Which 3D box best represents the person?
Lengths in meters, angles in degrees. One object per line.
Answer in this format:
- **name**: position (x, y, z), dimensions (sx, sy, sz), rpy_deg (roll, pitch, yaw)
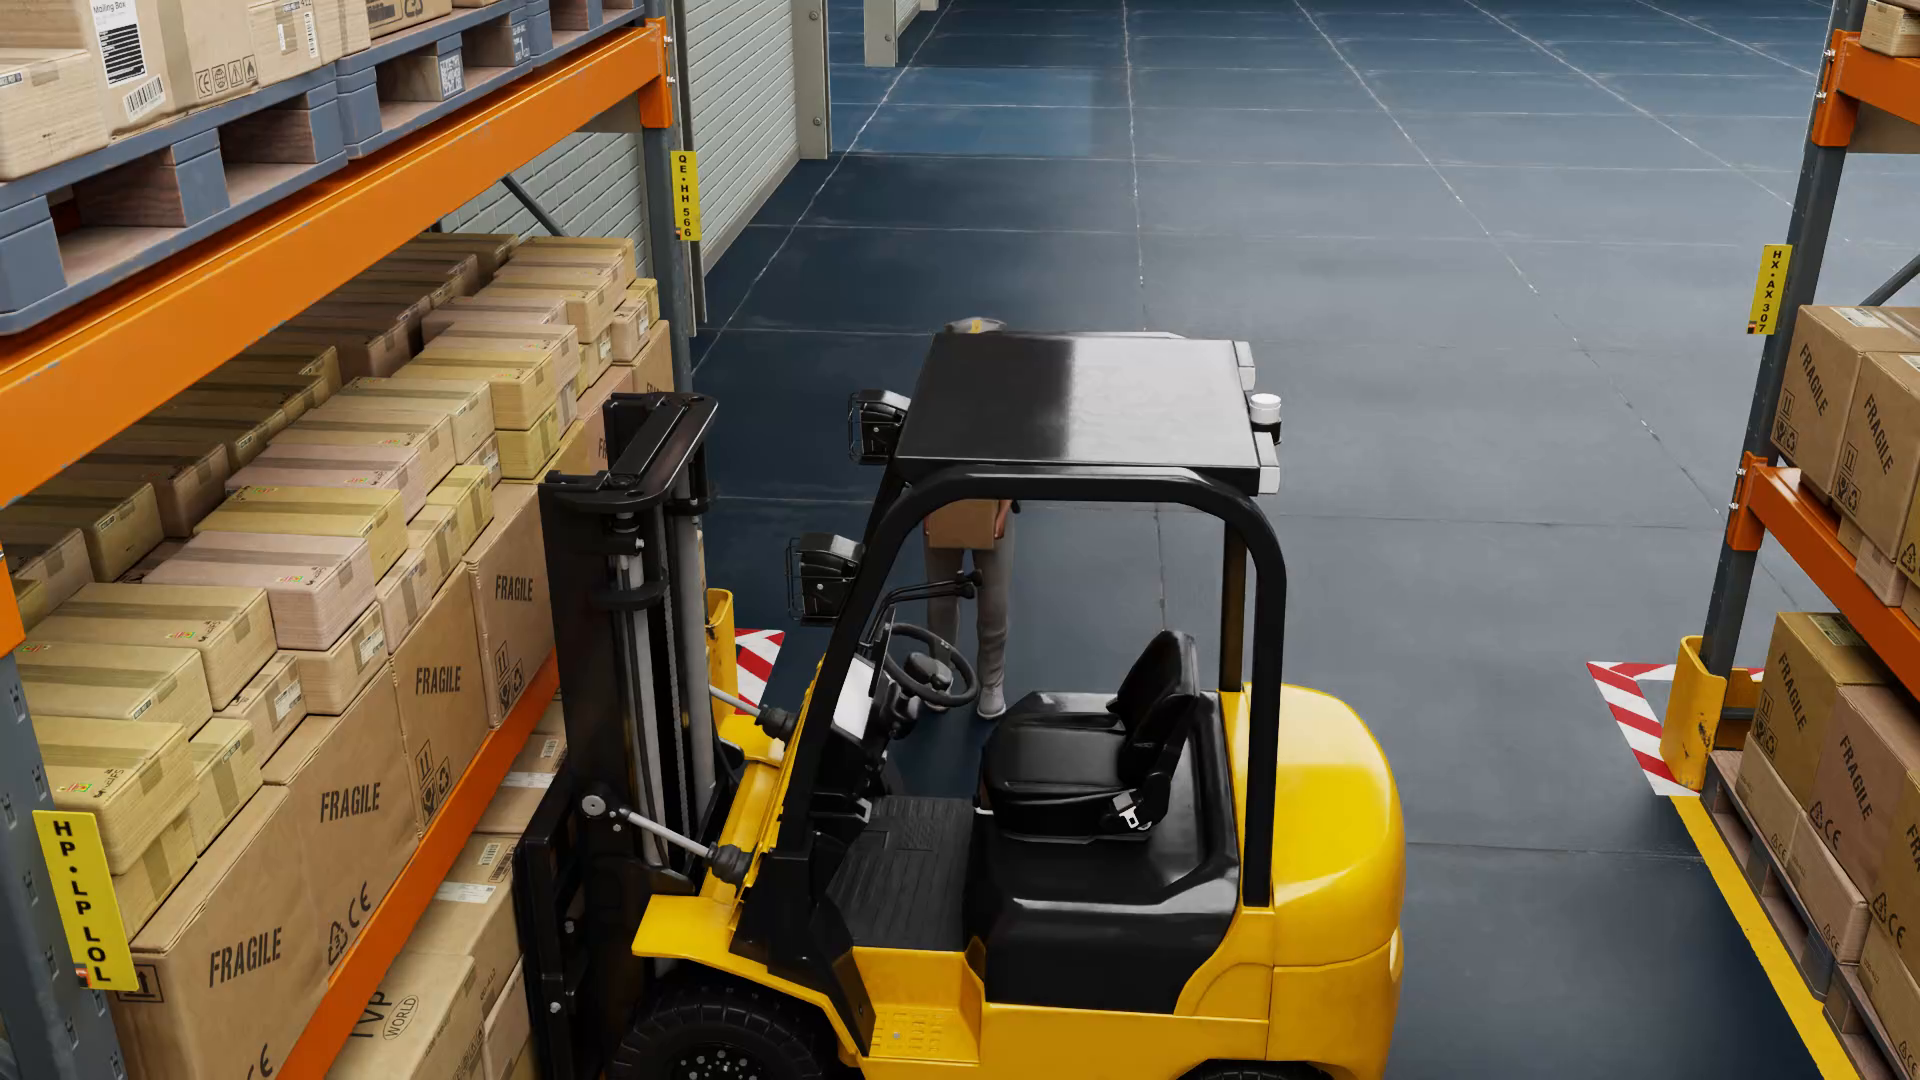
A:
- **person**: position (0.031, -0.073, 6.738), dimensions (0.451, 1.688, 0.531), rpy_deg (2, 25, 5)
